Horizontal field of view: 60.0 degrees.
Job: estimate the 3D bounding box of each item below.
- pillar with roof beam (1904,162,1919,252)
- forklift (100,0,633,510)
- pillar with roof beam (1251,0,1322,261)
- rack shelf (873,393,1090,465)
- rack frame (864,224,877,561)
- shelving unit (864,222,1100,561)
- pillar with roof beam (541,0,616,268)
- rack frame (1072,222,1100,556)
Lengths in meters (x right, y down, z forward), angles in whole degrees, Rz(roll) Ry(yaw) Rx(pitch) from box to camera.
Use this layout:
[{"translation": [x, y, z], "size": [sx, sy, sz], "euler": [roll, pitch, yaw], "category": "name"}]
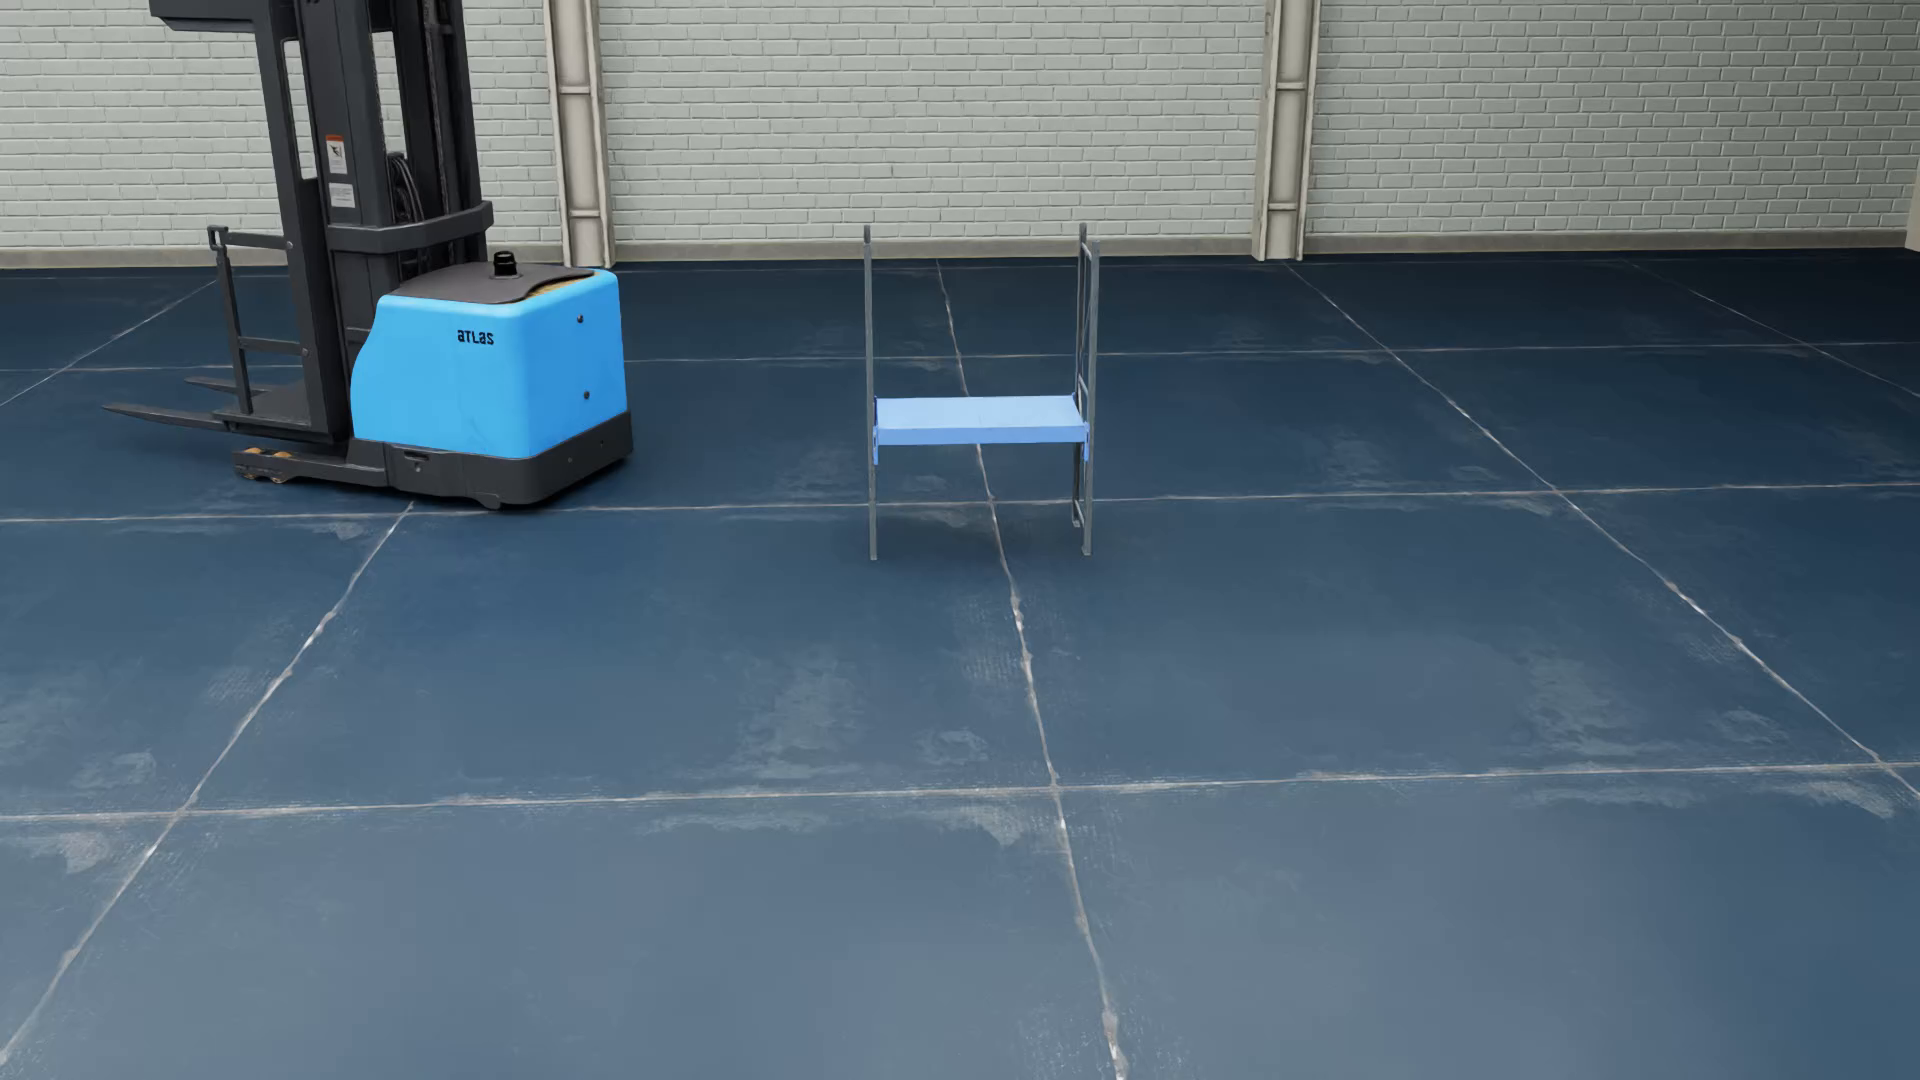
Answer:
[{"translation": [9.032, -5.299, 9.393], "size": [0.400, 9.000, 9.100], "euler": [-1, 21, -3], "category": "pillar with roof beam"}, {"translation": [-3.382, -1.839, 8.833], "size": [3.031, 2.935, 1.130], "euler": [8, 22, 20], "category": "forklift"}, {"translation": [3.042, -5.177, 9.072], "size": [0.400, 9.000, 9.100], "euler": [-1, 21, -3], "category": "pillar with roof beam"}, {"translation": [0.085, -0.535, 7.923], "size": [1.000, 0.185, 0.538], "euler": [-1, 21, -3], "category": "rack shelf"}, {"translation": [-0.422, -0.692, 7.832], "size": [0.032, 1.500, 0.500], "euler": [-1, 21, -3], "category": "rack frame"}, {"translation": [0.085, -0.703, 7.859], "size": [1.048, 1.500, 0.538], "euler": [-1, 21, -3], "category": "shelving unit"}, {"translation": [-2.949, -5.055, 8.752], "size": [0.400, 9.000, 9.100], "euler": [-1, 21, -3], "category": "pillar with roof beam"}, {"translation": [0.593, -0.713, 7.886], "size": [0.032, 1.500, 0.500], "euler": [-1, 21, -3], "category": "rack frame"}]
